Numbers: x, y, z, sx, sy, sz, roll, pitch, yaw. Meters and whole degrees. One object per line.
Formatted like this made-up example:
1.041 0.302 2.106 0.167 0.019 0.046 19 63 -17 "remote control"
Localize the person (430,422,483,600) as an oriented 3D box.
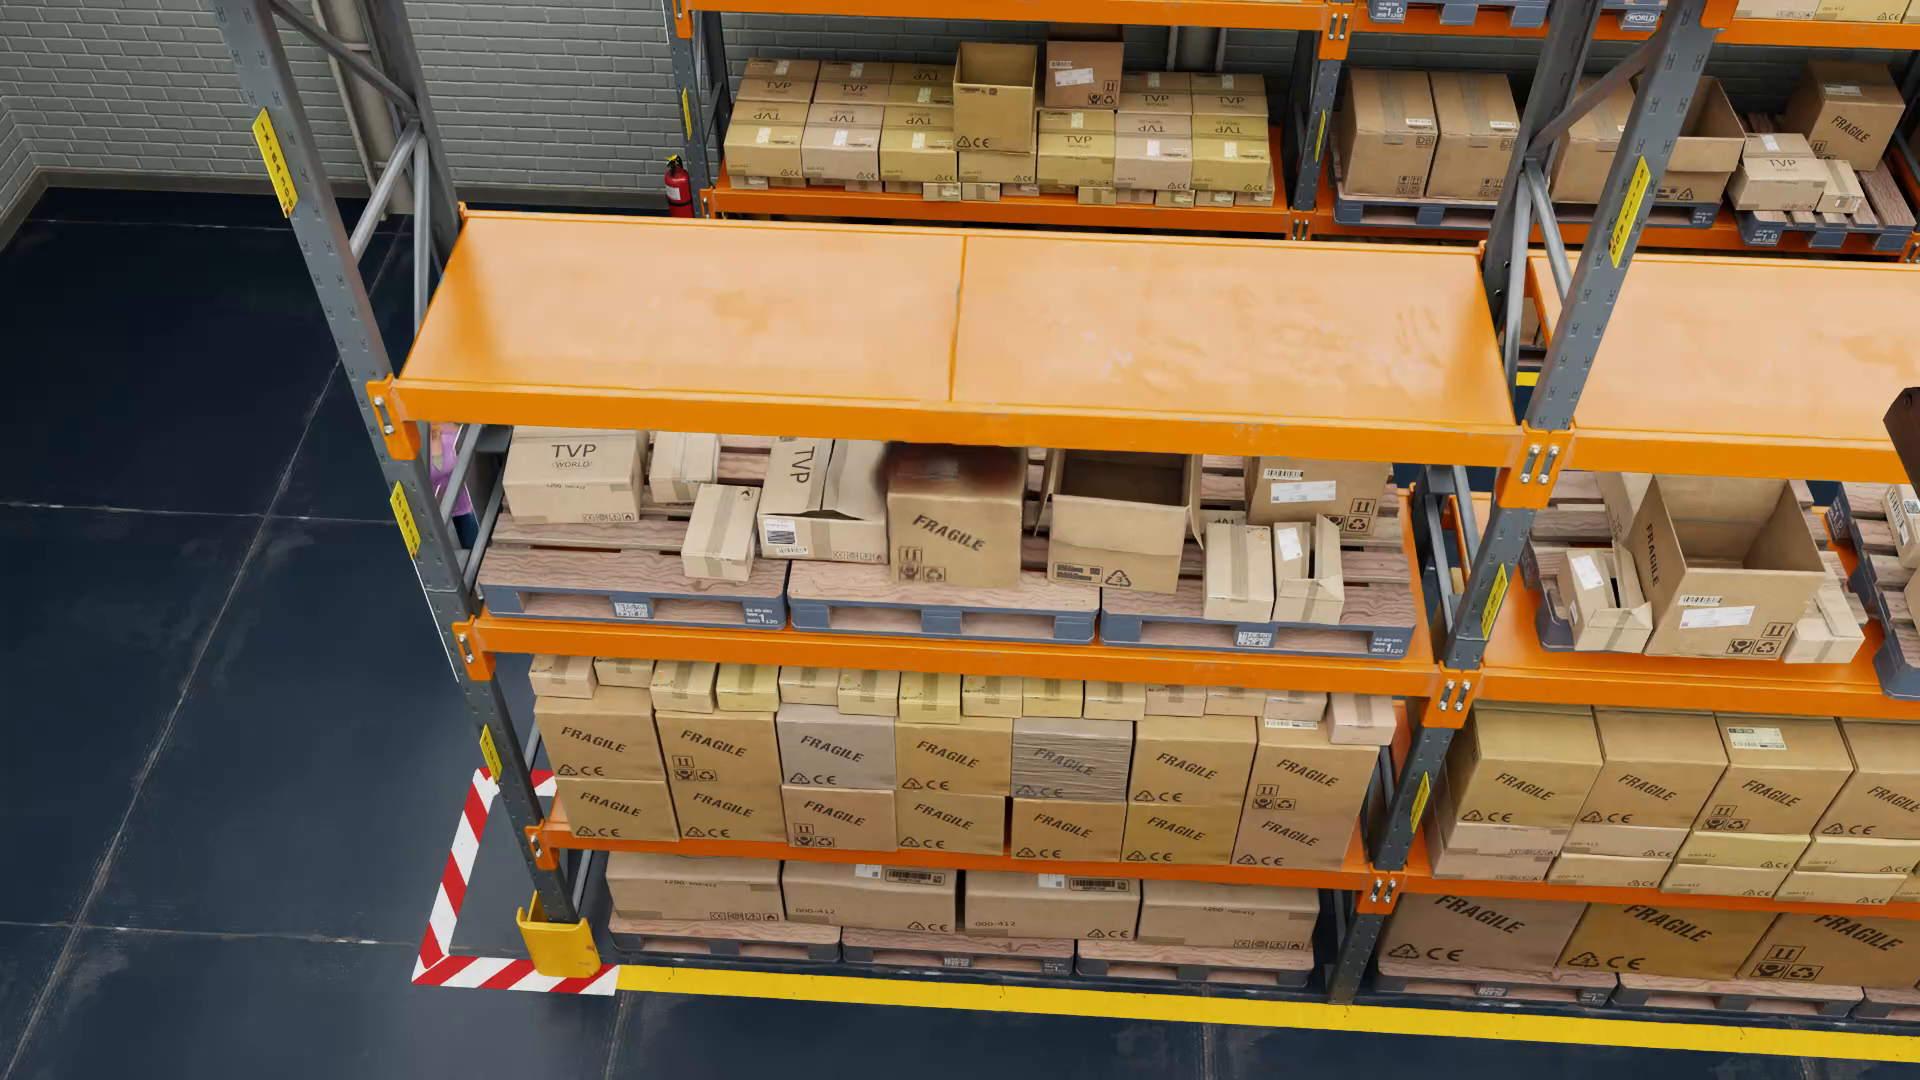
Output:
-2.999 -0.190 9.814 0.408 1.583 0.449 5 48 4 "person"
